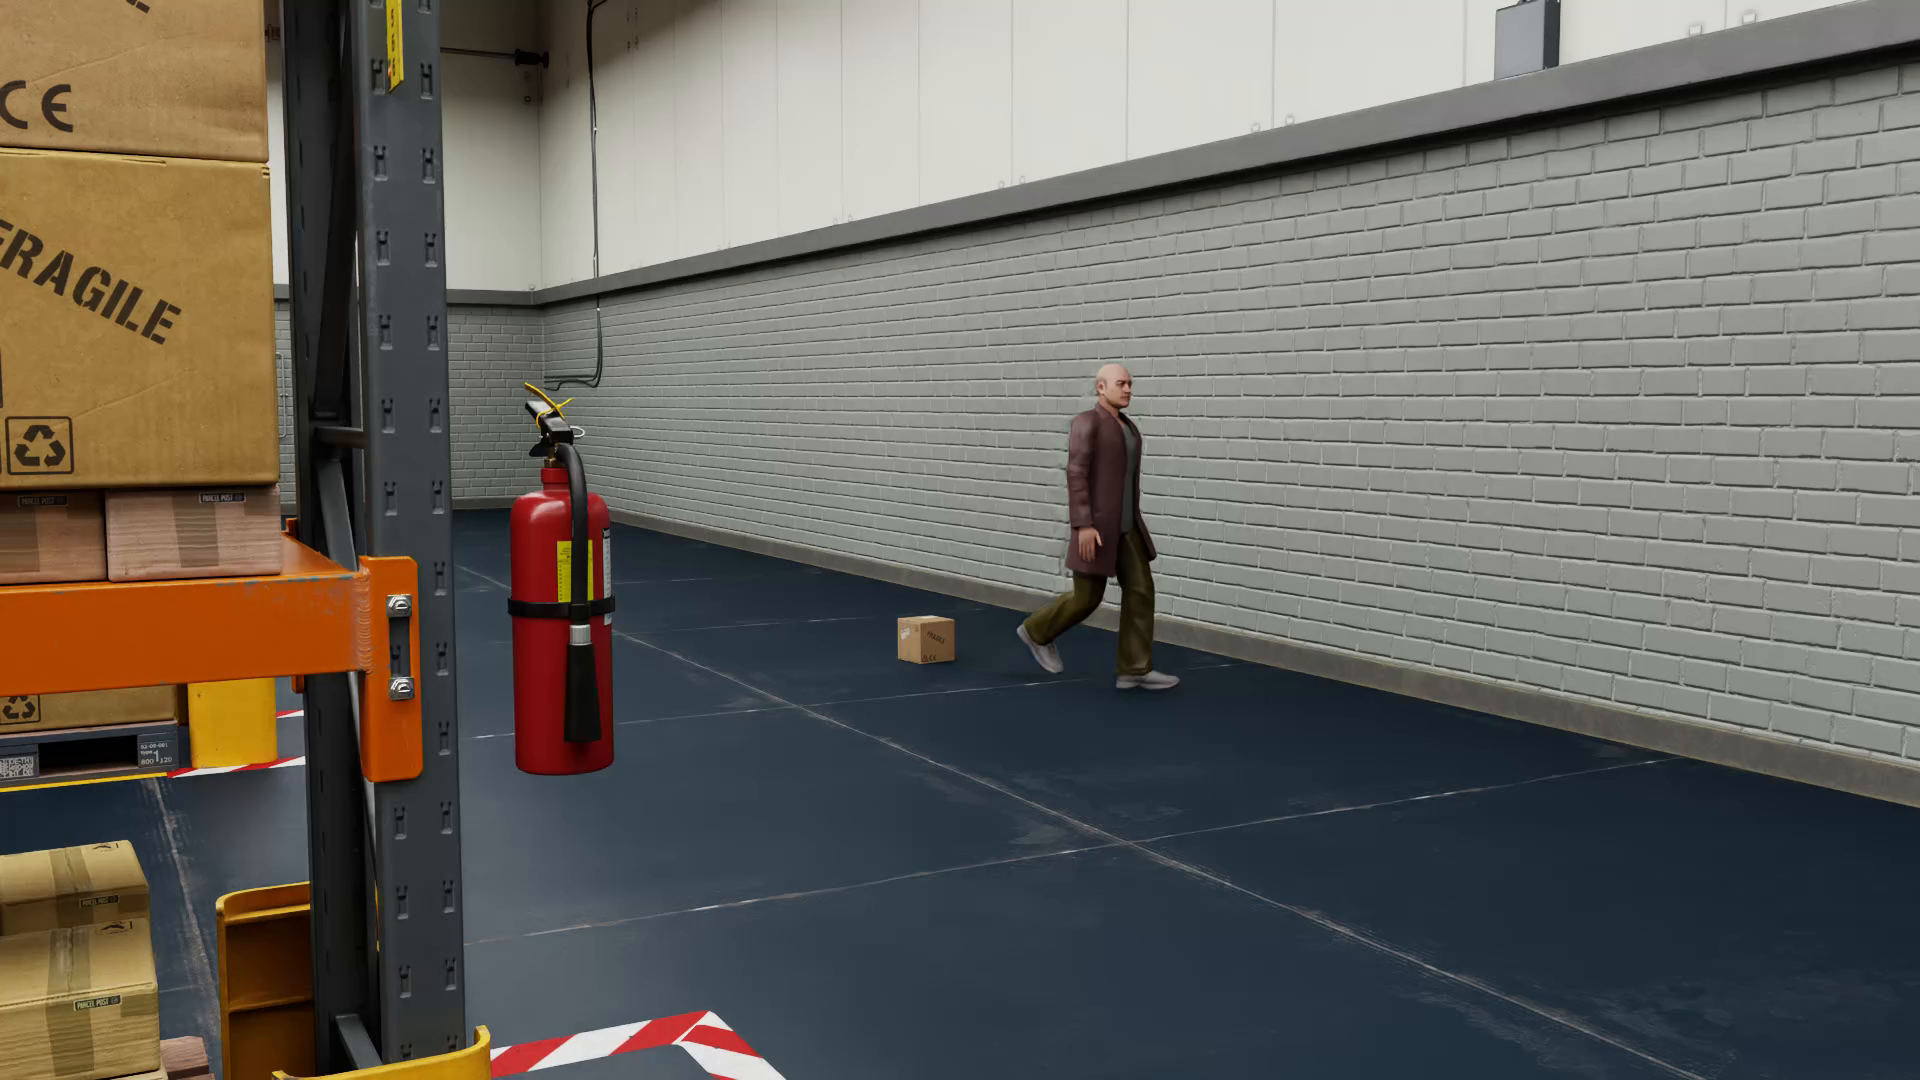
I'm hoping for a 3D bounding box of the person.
[{"bbox_3d":[0.734,-0.077,9.008,0.990,1.746,0.602,4,7,42],"label":"person"}]
